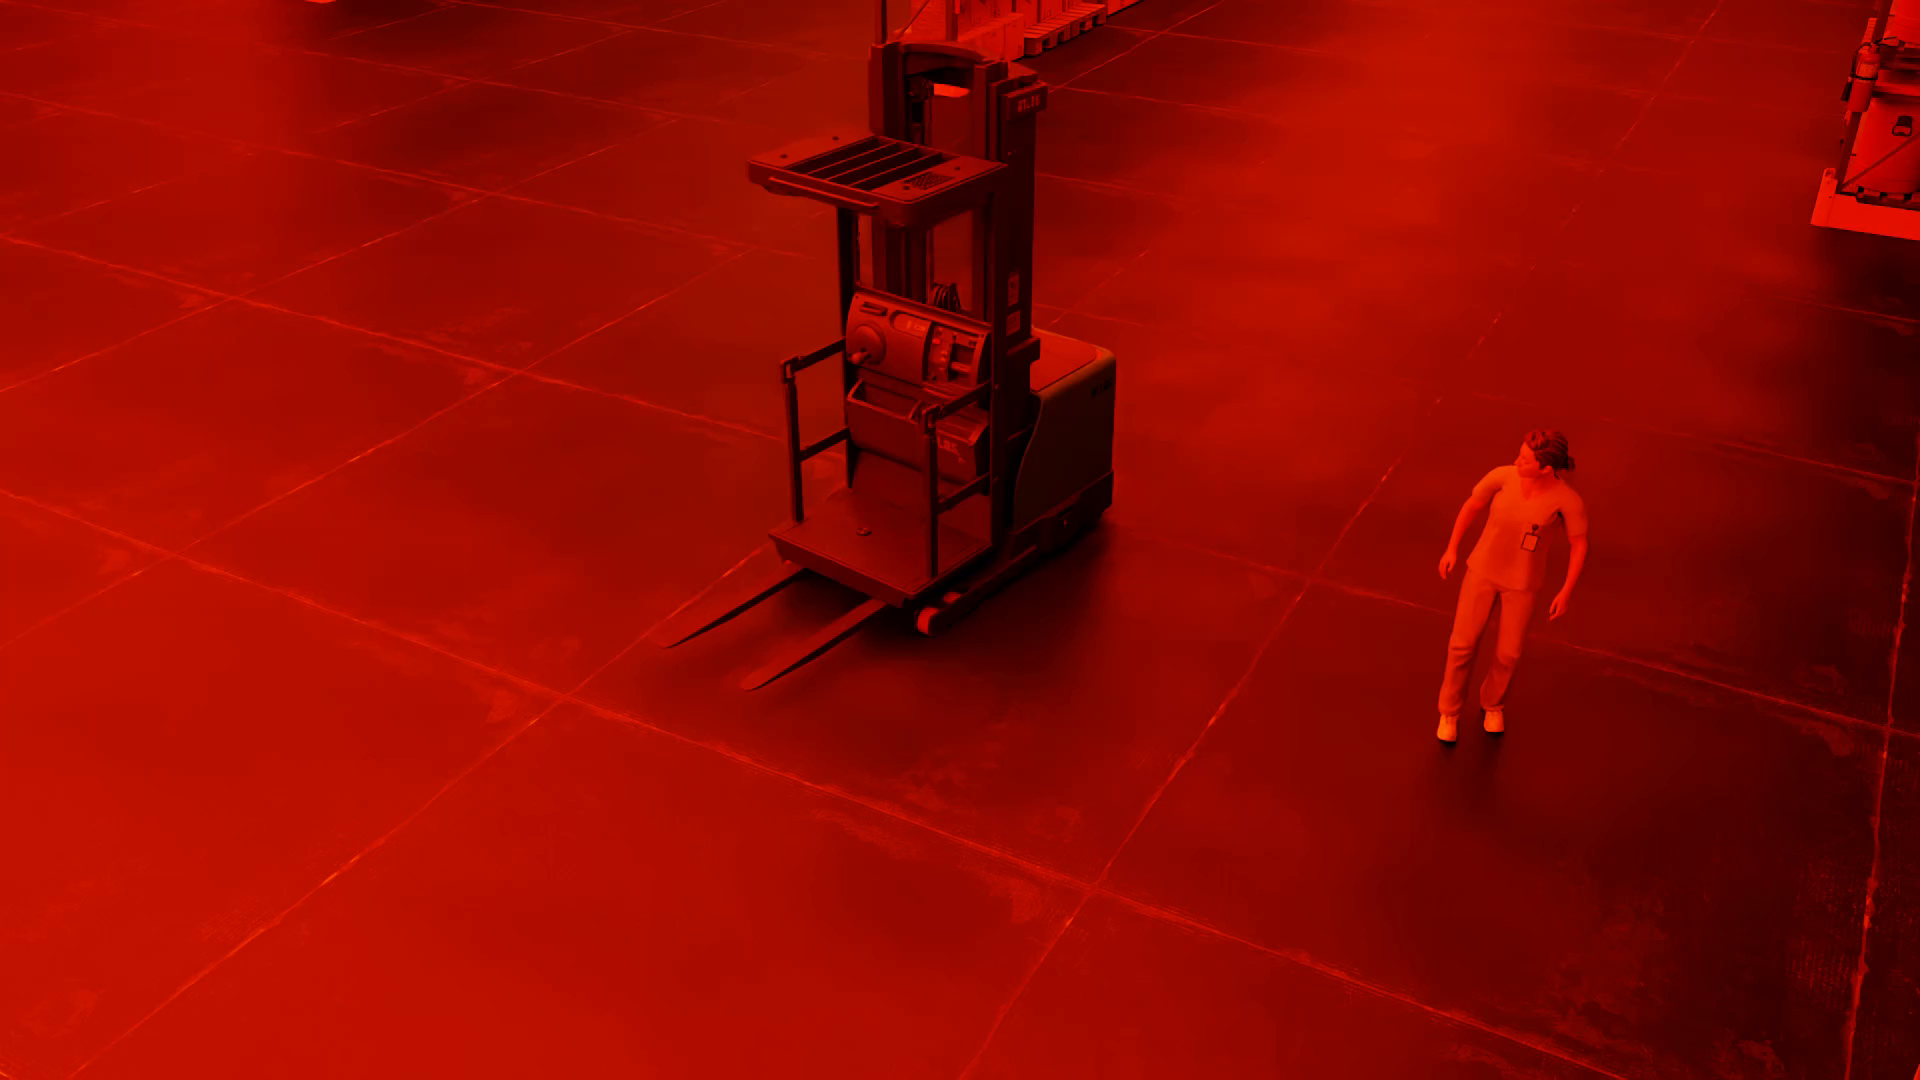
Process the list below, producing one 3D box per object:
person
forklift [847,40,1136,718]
[{"bbox_3d":[2.631,0.180,8.017,0.435,1.673,0.368,13,32,21],"label":"person"},{"bbox_3d":[0.165,-0.991,8.787,1.130,2.935,3.031,-7,31,-13],"label":"forklift"}]
